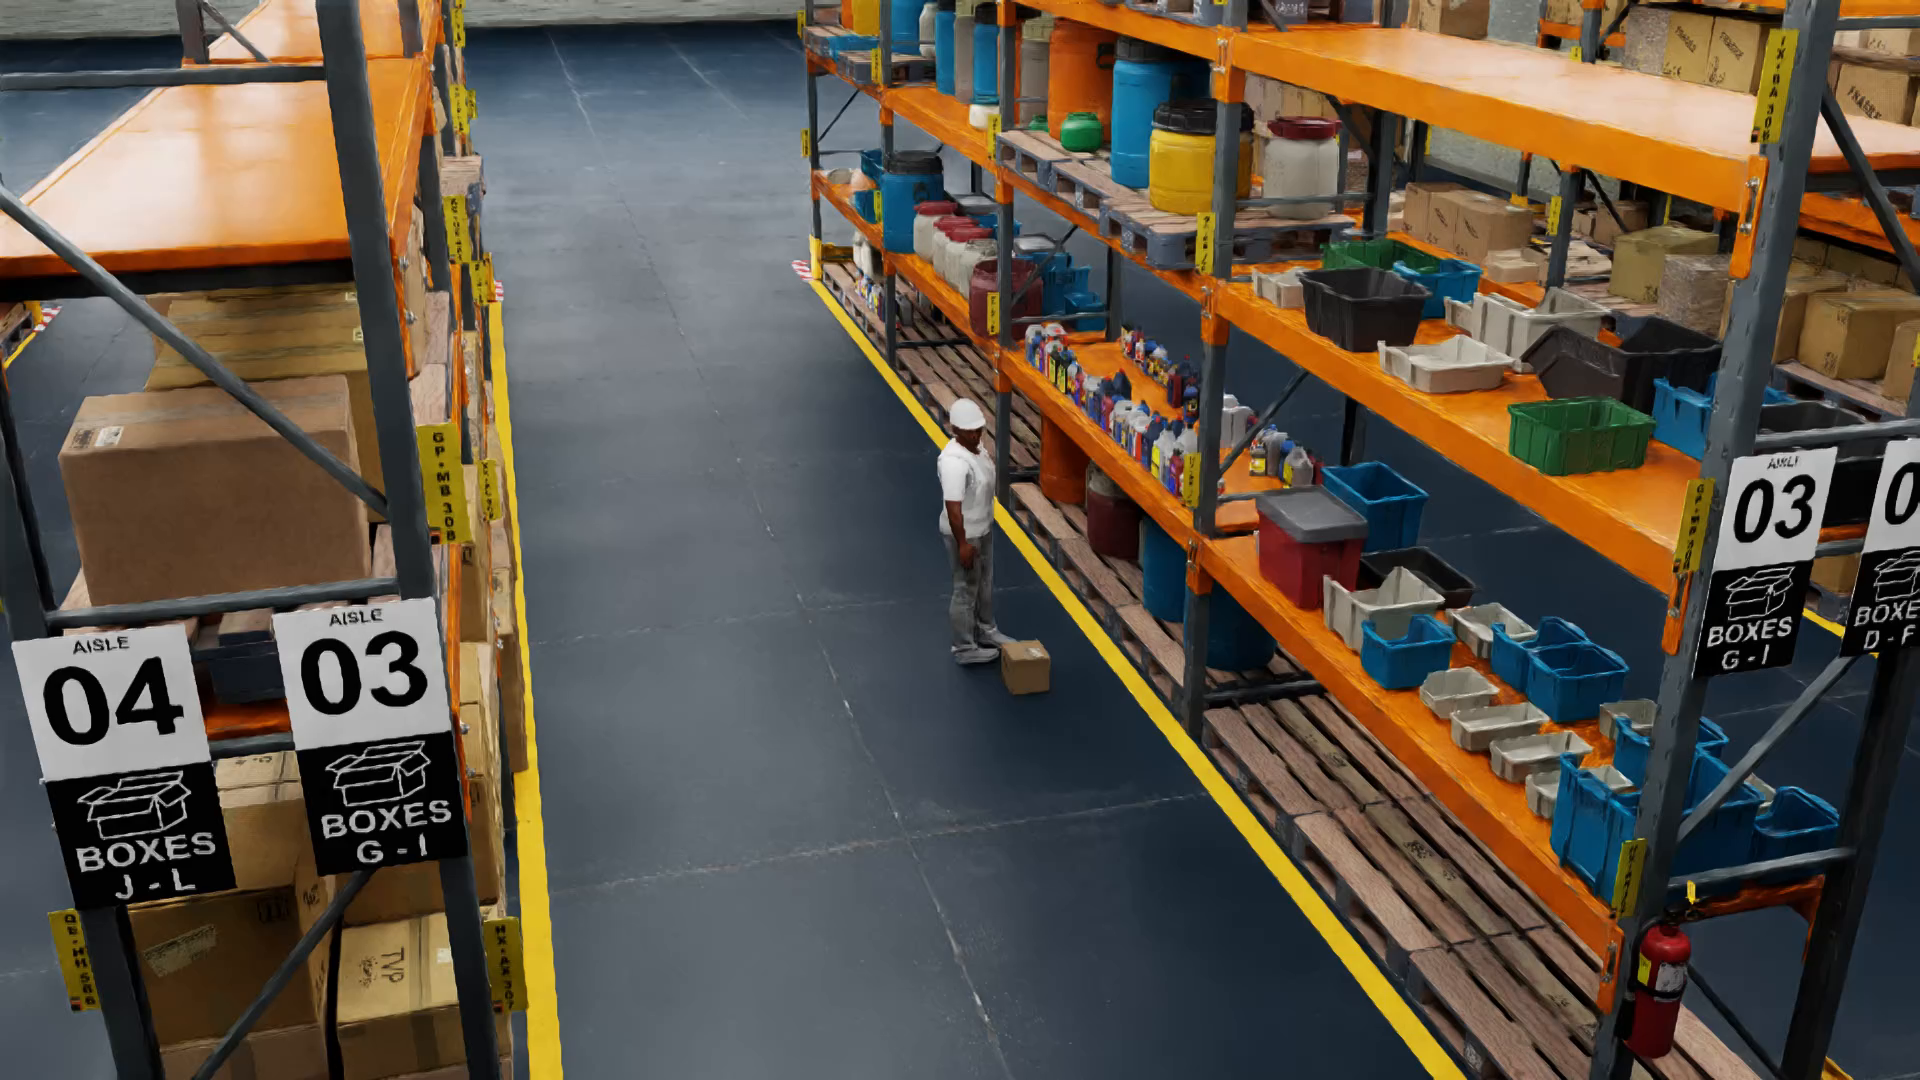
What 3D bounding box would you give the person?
[{"bbox_3d":[0.119,-0.062,10.740,0.490,1.767,0.614,8,24,17],"label":"person"}]
